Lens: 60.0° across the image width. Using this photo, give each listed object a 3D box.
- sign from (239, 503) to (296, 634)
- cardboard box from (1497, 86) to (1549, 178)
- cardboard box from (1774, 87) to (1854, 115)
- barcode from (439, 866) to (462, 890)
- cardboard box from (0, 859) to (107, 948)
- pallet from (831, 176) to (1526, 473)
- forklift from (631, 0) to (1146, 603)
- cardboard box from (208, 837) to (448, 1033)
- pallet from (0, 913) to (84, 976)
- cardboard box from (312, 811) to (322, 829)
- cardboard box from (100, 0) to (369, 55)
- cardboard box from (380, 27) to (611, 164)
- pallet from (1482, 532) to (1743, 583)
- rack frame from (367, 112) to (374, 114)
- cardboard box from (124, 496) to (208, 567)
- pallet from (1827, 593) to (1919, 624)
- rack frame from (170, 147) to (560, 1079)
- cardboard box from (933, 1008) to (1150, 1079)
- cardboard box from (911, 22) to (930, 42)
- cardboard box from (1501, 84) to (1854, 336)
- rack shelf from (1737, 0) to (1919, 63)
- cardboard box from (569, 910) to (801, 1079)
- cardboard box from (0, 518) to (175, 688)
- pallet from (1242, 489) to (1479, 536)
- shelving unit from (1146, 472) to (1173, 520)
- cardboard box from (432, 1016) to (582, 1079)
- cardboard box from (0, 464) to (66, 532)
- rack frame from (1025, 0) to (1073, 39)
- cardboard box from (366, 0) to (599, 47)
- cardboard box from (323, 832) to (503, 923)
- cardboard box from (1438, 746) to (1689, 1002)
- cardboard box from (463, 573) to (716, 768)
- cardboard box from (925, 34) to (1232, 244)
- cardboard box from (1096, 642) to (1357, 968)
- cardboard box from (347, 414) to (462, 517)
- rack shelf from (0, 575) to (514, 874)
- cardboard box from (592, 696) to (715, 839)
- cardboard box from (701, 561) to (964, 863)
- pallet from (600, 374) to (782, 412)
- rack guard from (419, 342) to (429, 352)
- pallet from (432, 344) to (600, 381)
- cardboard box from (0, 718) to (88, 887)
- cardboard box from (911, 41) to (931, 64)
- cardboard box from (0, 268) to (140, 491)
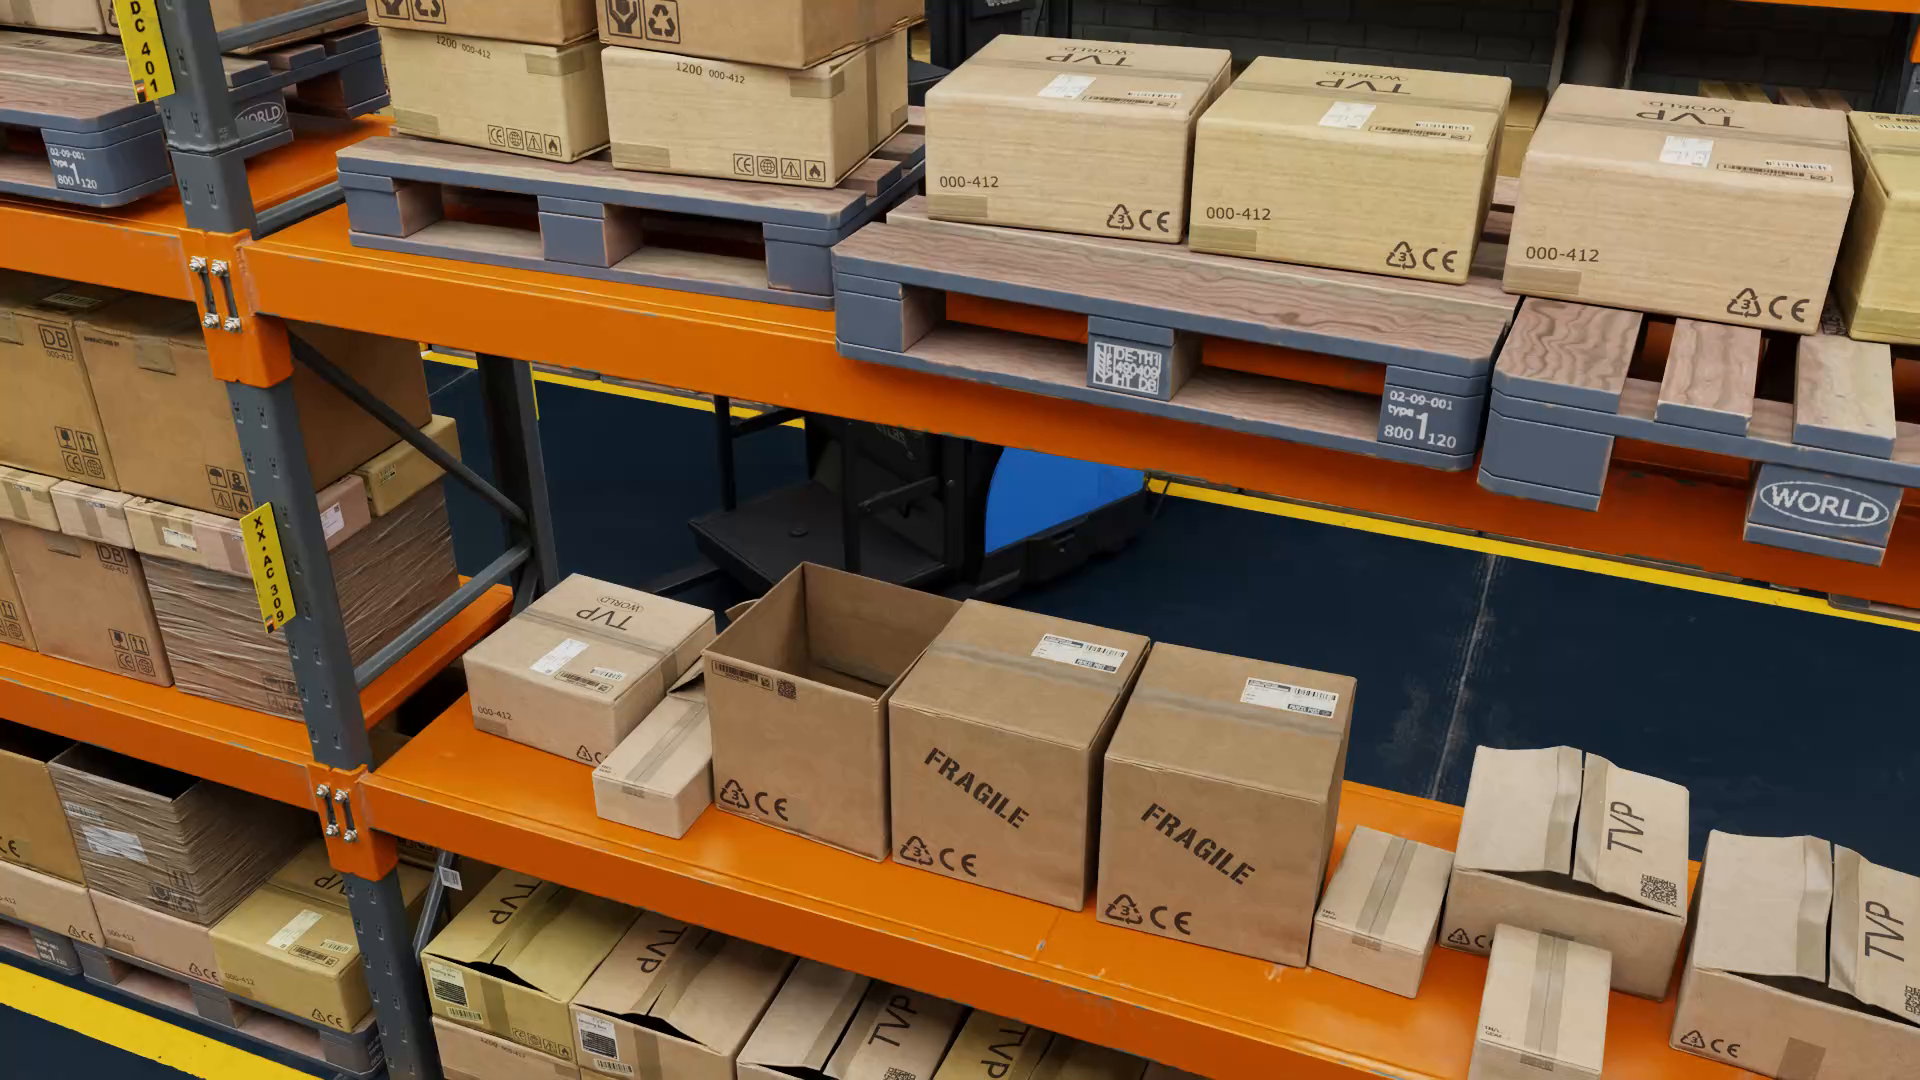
[{"bbox_3d":[-1.711,0.071,4.115,0.005,0.325,0.100,11,31,19],"label":"sign"},{"bbox_3d":[2.459,-1.828,7.887,0.500,0.500,0.700,11,31,19],"label":"cardboard box"},{"bbox_3d":[3.730,-1.858,7.280,0.250,0.149,0.380,7,30,13],"label":"cardboard box"},{"bbox_3d":[-1.424,0.945,4.647,0.075,0.075,0.001,11,31,19],"label":"barcode"},{"bbox_3d":[-2.945,1.075,5.668,0.500,0.250,0.500,11,31,19],"label":"cardboard box"},{"bbox_3d":[0.503,-0.545,3.309,1.213,0.211,1.003,13,32,21],"label":"pallet"},{"bbox_3d":[-0.559,-0.998,7.037,3.031,2.935,1.130,-22,36,-33],"label":"forklift"},{"bbox_3d":[-2.016,1.257,5.345,0.500,0.250,0.500,11,31,19],"label":"cardboard box"},{"bbox_3d":[-3.360,1.052,6.174,1.213,0.211,1.003,11,31,19],"label":"pallet"},{"bbox_3d":[-2.282,0.600,5.746,0.500,0.500,0.500,11,31,19],"label":"cardboard box"},{"bbox_3d":[-1.872,-1.577,4.273,0.500,0.500,0.500,14,32,23],"label":"cardboard box"},{"bbox_3d":[-0.937,-1.076,3.782,0.500,0.250,0.500,15,33,24],"label":"cardboard box"},{"bbox_3d":[3.338,-0.221,8.427,1.213,0.211,1.003,11,31,19],"label":"pallet"},{"bbox_3d":[-3.352,-2.770,10.102,0.127,3.000,1.000,11,31,19],"label":"rack frame"},{"bbox_3d":[-2.065,-0.096,4.610,0.250,0.149,0.380,11,31,18],"label":"cardboard box"},{"bbox_3d":[4.764,0.104,7.851,1.213,0.211,1.003,11,31,19],"label":"pallet"},{"bbox_3d":[-1.504,0.229,4.796,0.127,3.000,1.000,11,31,19],"label":"rack frame"},{"bbox_3d":[0.210,1.473,4.393,0.500,0.311,0.500,12,32,20],"label":"cardboard box"},{"bbox_3d":[-0.002,-2.482,8.963,0.500,0.500,0.500,11,31,18],"label":"cardboard box"},{"bbox_3d":[1.268,-0.601,2.942,0.500,0.250,0.500,12,32,20],"label":"cardboard box"},{"bbox_3d":[2.208,-2.653,7.577,4.000,0.370,1.077,11,31,19],"label":"rack shelf"},{"bbox_3d":[-0.753,1.284,4.727,0.500,0.311,0.500,11,31,19],"label":"cardboard box"},{"bbox_3d":[-2.409,0.012,5.079,0.500,0.500,0.700,11,31,19],"label":"cardboard box"},{"bbox_3d":[2.211,-0.448,8.828,1.213,0.211,1.003,11,31,19],"label":"pallet"},{"bbox_3d":[1.080,-0.690,8.259,0.189,1.200,0.258,14,25,-19],"label":"shelving unit"},{"bbox_3d":[-1.224,1.431,5.037,0.500,0.250,0.500,11,31,18],"label":"cardboard box"},{"bbox_3d":[-2.552,-0.191,4.779,0.250,0.149,0.380,11,31,19],"label":"cardboard box"},{"bbox_3d":[0.355,-2.030,8.793,0.127,3.000,1.000,11,31,19],"label":"rack frame"},{"bbox_3d":[-0.947,-1.388,3.573,0.500,0.500,0.500,12,32,20],"label":"cardboard box"},{"bbox_3d":[-1.820,1.020,5.765,0.500,0.250,0.500,11,31,19],"label":"cardboard box"},{"bbox_3d":[1.446,0.754,3.957,0.500,0.311,0.500,11,31,19],"label":"cardboard box"},{"bbox_3d":[-1.032,0.366,4.707,0.500,0.250,0.500,13,32,22],"label":"cardboard box"},{"bbox_3d":[0.245,-0.812,3.316,0.500,0.250,0.500,9,31,15],"label":"cardboard box"},{"bbox_3d":[0.641,0.623,3.998,0.500,0.500,0.500,10,31,16],"label":"cardboard box"},{"bbox_3d":[-1.680,-0.235,4.856,0.250,0.149,0.380,11,31,19],"label":"cardboard box"},{"bbox_3d":[-3.357,0.173,5.627,4.000,0.370,1.077,11,31,19],"label":"rack shelf"},{"bbox_3d":[-0.760,0.596,4.403,0.250,0.149,0.380,11,31,19],"label":"cardboard box"},{"bbox_3d":[-0.311,0.433,4.334,0.500,0.500,0.500,14,32,23],"label":"cardboard box"},{"bbox_3d":[-1.415,-1.149,10.069,1.213,0.211,1.003,11,31,19],"label":"pallet"},{"bbox_3d":[-3.281,-1.668,10.693,0.348,0.500,1.175,11,31,19],"label":"rack guard"},{"bbox_3d":[-2.542,-1.376,10.469,1.213,0.211,1.003,11,31,19],"label":"pallet"},{"bbox_3d":[-2.940,0.742,5.494,0.500,0.500,0.500,11,31,19],"label":"cardboard box"},{"bbox_3d":[-0.200,-2.246,8.546,0.500,0.500,0.500,11,31,19],"label":"cardboard box"},{"bbox_3d":[-2.386,-0.551,4.756,0.500,0.500,0.700,11,31,19],"label":"cardboard box"}]
